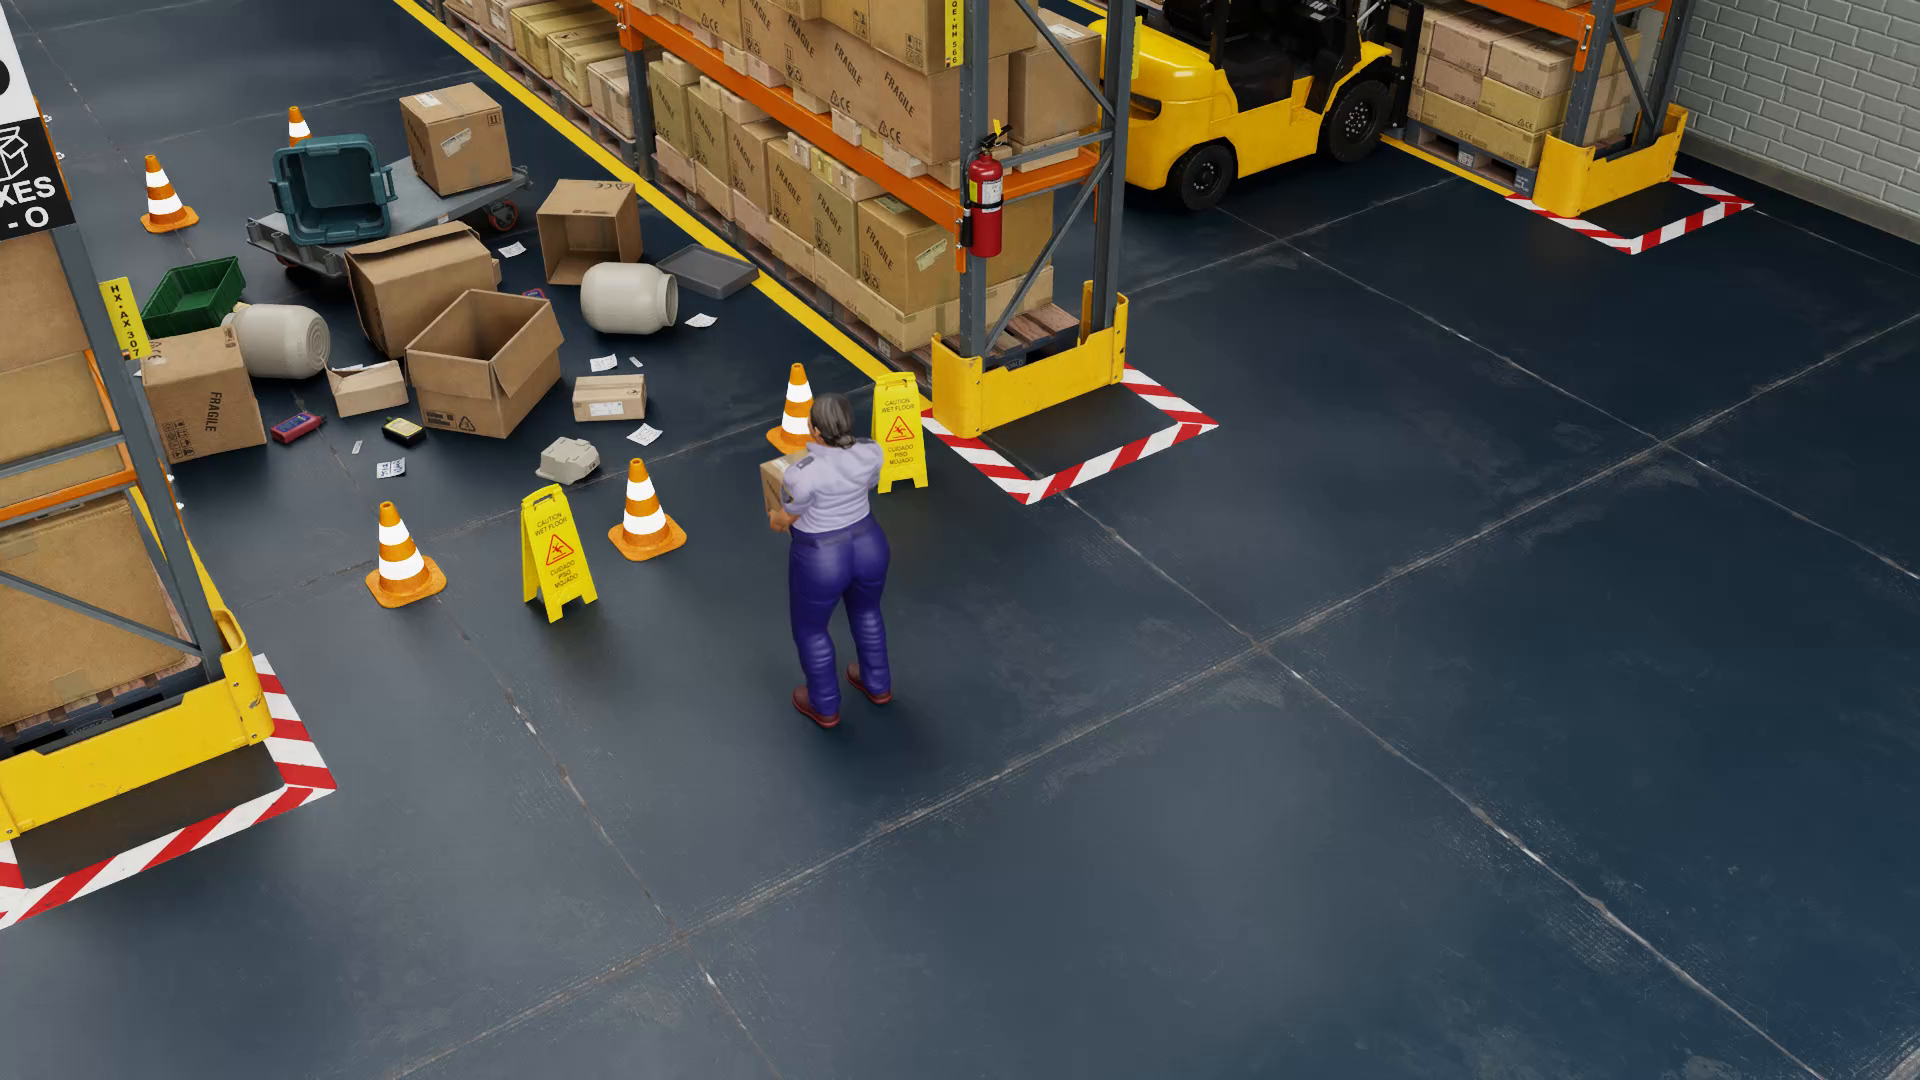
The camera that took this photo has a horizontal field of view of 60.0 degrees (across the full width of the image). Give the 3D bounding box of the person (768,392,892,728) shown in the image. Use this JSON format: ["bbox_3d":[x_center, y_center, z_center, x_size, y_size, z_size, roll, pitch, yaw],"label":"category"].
[{"bbox_3d":[-0.561,0.033,6.989,0.453,1.625,0.515,-22,42,-27],"label":"person"}]
